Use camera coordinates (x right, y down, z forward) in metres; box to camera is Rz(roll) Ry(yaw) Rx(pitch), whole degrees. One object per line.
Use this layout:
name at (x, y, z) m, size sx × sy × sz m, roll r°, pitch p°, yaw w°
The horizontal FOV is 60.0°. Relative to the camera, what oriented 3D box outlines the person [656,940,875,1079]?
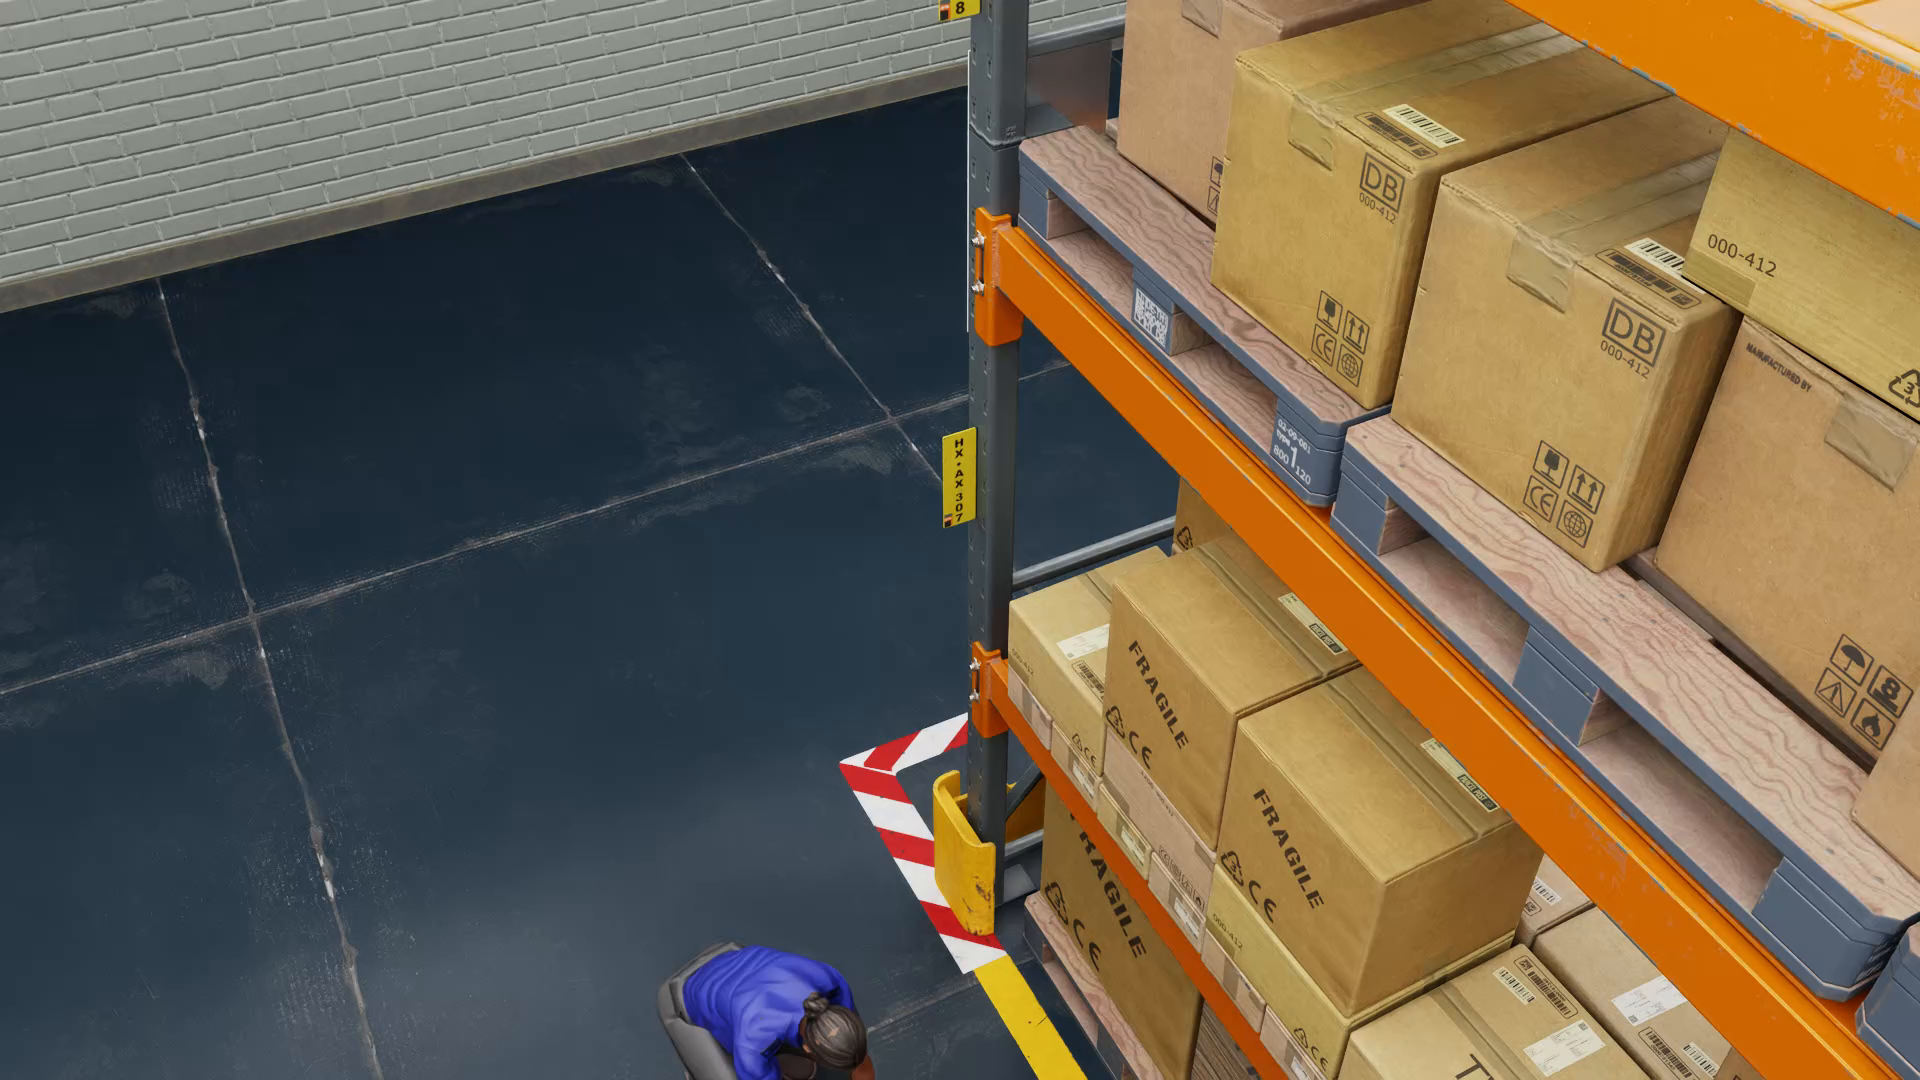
person at (-0.578, 1.539, 5.087) m, size 0.479 × 0.815 × 0.827 m, roll -30°, pitch 50°, yaw -29°
